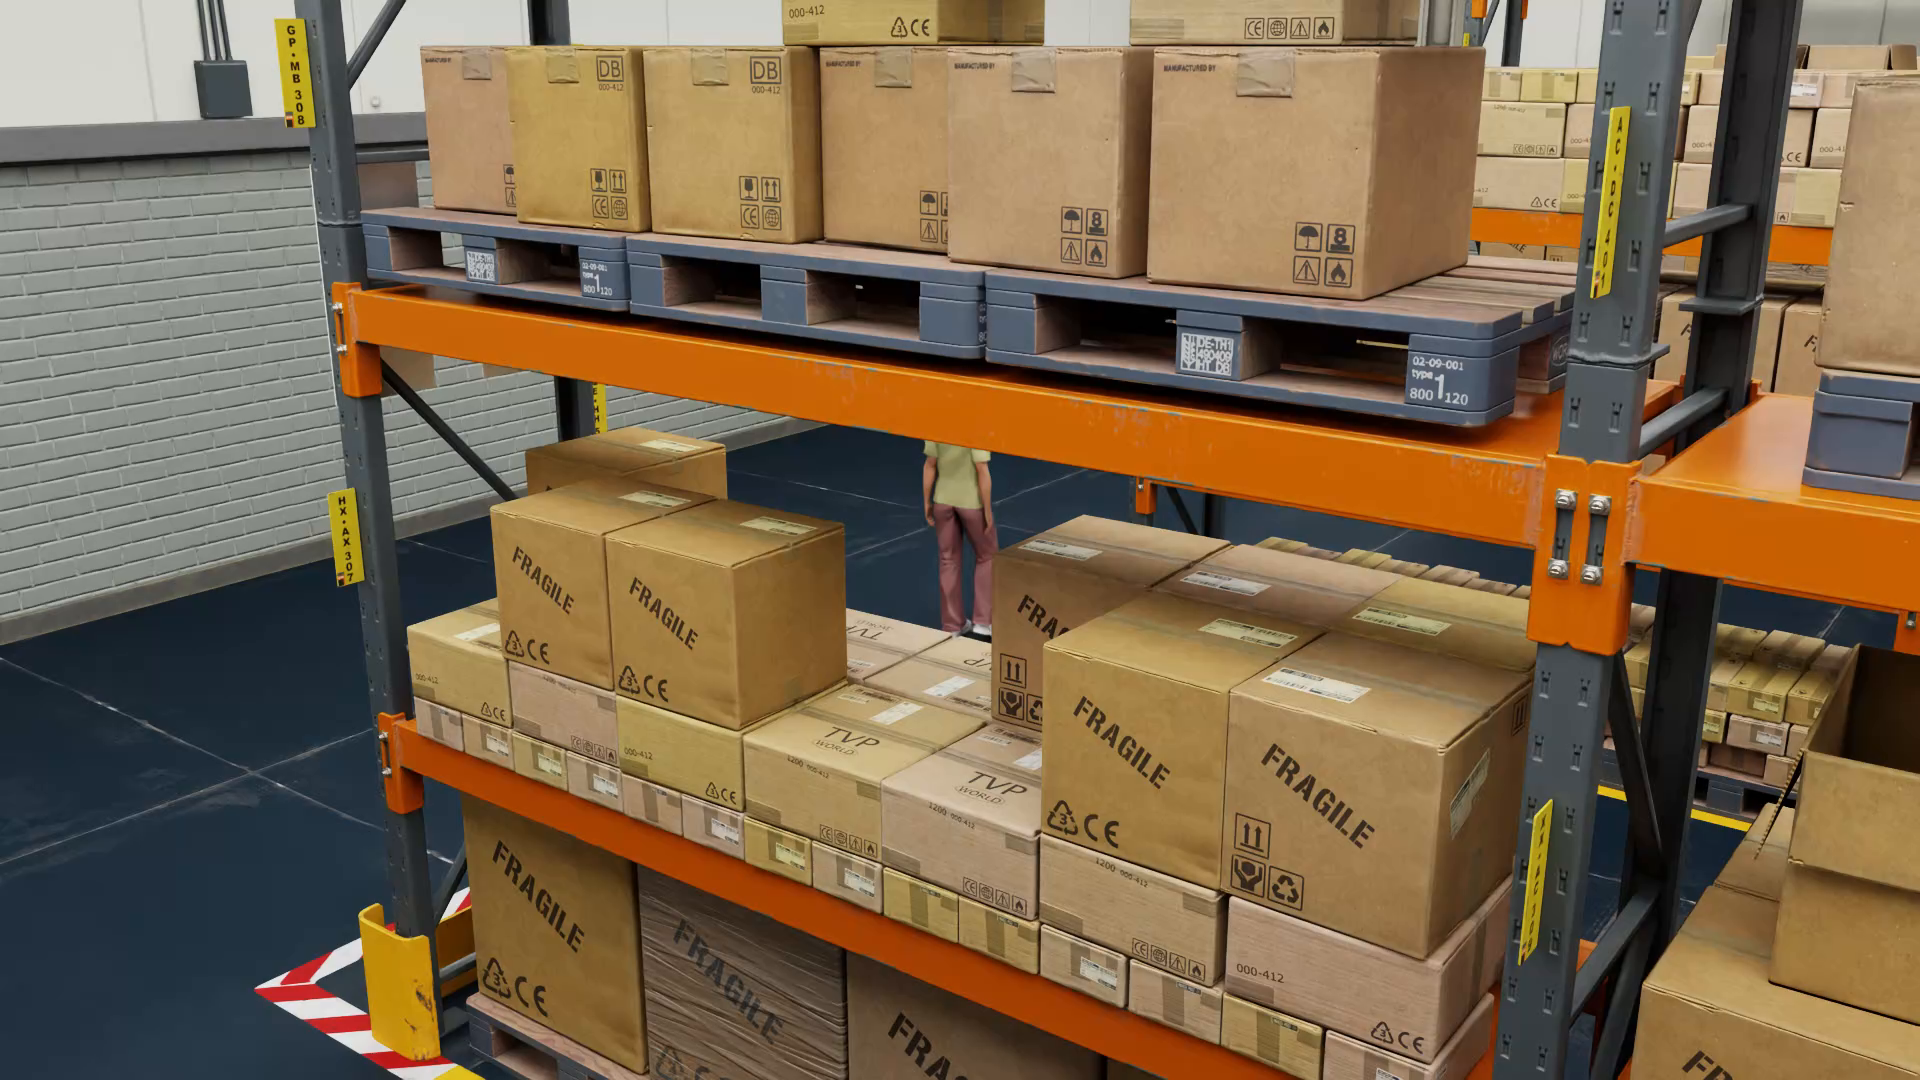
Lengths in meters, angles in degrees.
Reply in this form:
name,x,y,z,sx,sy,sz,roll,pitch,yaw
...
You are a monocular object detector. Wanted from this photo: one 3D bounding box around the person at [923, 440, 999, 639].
name,x,y,z,sx,sy,sz,roll,pitch,yaw
person,0.019,-0.190,10.207,0.455,1.699,0.447,6,18,21
